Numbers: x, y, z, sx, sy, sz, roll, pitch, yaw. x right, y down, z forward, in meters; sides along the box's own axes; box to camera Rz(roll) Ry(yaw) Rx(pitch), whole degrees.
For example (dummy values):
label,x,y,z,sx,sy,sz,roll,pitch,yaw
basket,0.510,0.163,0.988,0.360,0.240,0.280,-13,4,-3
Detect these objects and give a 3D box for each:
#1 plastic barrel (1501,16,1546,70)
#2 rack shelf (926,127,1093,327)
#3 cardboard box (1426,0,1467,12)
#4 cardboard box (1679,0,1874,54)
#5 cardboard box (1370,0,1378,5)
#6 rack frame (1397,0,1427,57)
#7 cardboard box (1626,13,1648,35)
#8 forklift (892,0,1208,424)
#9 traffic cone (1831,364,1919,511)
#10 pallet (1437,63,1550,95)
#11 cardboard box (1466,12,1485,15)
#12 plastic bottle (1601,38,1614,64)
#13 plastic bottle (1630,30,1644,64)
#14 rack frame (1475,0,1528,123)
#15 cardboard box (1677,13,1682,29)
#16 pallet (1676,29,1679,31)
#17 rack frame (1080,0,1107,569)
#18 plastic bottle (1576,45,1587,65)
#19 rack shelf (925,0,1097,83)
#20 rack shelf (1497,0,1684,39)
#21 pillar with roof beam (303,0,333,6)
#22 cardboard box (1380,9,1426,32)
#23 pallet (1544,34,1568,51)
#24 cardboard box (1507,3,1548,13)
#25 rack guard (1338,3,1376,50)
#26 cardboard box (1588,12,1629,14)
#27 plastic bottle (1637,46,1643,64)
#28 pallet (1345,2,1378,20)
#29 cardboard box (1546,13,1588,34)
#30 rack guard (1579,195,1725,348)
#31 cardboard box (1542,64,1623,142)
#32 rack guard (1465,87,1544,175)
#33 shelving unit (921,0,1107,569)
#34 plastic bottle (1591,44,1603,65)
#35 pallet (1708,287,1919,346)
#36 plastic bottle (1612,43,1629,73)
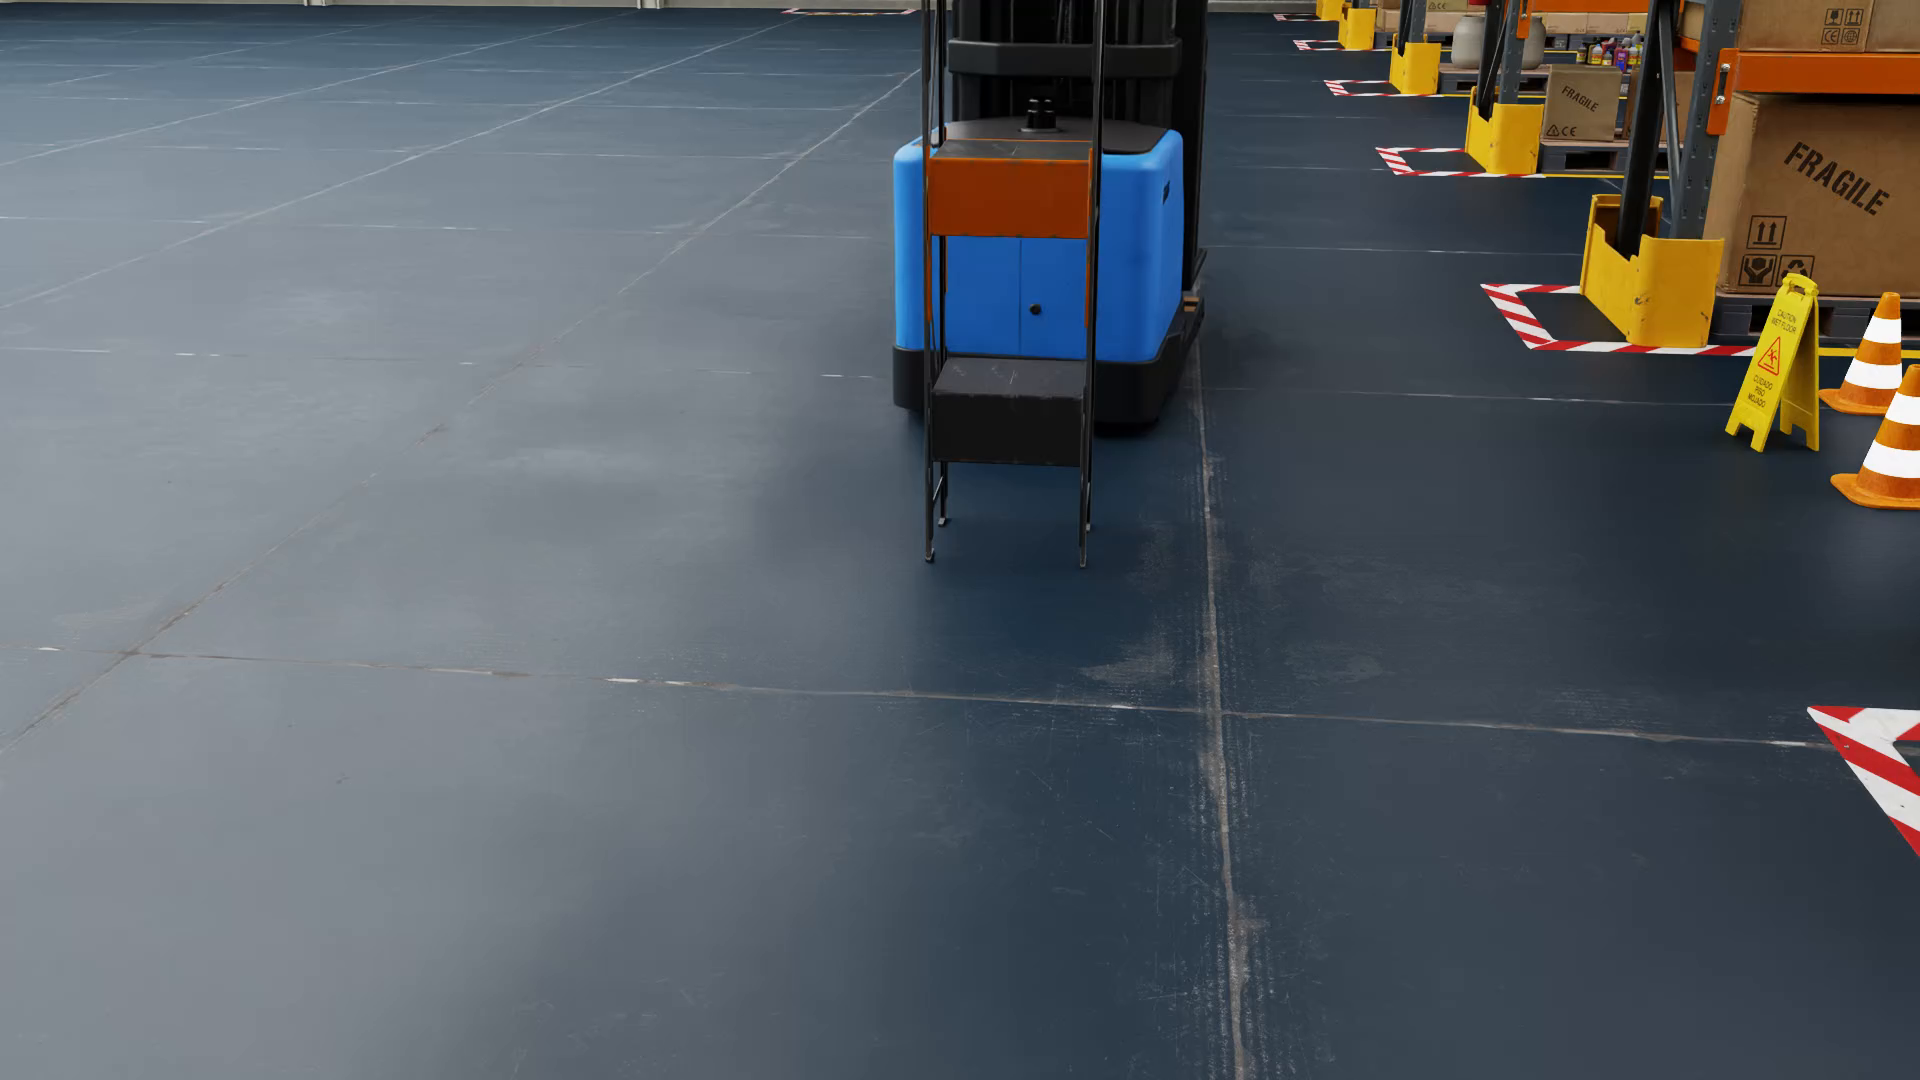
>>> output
label,x,y,z,sx,sy,sz,roll,pitch,yaw
plastic barrel,5.811,-5.128,17.142,0.421,0.512,0.421,0,22,0
rack shelf,0.164,-0.957,5.041,0.480,0.518,0.431,2,22,6
cardboard box,6.240,-7.060,21.366,0.500,0.500,0.500,2,22,6
cardboard box,3.758,-2.567,7.649,0.550,0.550,0.875,2,22,6
cardboard box,6.493,-8.620,26.222,0.500,0.311,0.500,0,22,0
rack frame,4.651,-6.111,16.818,0.127,3.000,1.000,2,22,6
cardboard box,8.723,-6.604,21.232,0.500,0.250,0.500,2,22,6
forklift,0.560,-2.317,7.315,1.130,2.935,3.031,5,22,12
traffic cone,3.273,-0.378,5.765,0.334,0.463,0.336,2,22,6
pallet,5.538,-4.791,17.272,1.213,0.211,1.003,2,22,6
cardboard box,6.737,-6.690,21.450,0.500,0.250,0.500,2,22,6
plastic bottle,6.773,-5.109,17.389,0.135,0.276,0.152,3,22,7
plastic bottle,7.076,-5.132,17.346,0.185,0.351,0.144,3,22,9
rack frame,4.068,-4.303,12.244,0.127,3.000,1.000,2,22,6
cardboard box,9.655,-6.751,21.605,0.500,0.250,0.500,2,22,6
pallet,9.946,-6.432,21.423,1.213,0.211,1.003,2,22,6
rack frame,0.407,-0.959,5.009,0.015,2.100,0.400,2,22,6
plastic bottle,6.526,-5.095,17.456,0.097,0.201,0.097,0,22,0
rack shelf,0.164,-1.608,4.783,0.480,0.518,0.431,2,22,6
rack shelf,6.054,-3.882,12.158,4.000,0.370,1.077,2,22,6
pillar with roof beam,-11.768,-12.011,23.581,0.400,9.000,9.100,2,22,6
cardboard box,5.744,-6.732,21.557,0.500,0.250,0.500,2,22,6
pallet,7.210,-6.552,21.724,1.213,0.211,1.003,2,22,6
cardboard box,7.233,-7.015,21.252,0.500,0.500,0.500,2,22,6
rack guard,5.214,-6.758,21.855,0.348,0.500,1.175,2,22,6
cardboard box,8.228,-6.978,21.159,0.500,0.500,0.500,2,22,6
plastic bottle,6.854,-4.836,16.704,0.097,0.271,0.097,0,22,0
pallet,6.695,-8.380,26.350,1.213,0.211,1.003,2,22,6
cardboard box,7.730,-6.645,21.337,0.500,0.250,0.500,2,22,6
rack guard,3.360,-1.335,8.137,0.348,0.500,1.175,2,22,6
cardboard box,4.686,-3.303,12.543,0.500,0.500,0.500,7,23,16
rack guard,4.143,-3.137,12.696,0.348,0.500,1.175,2,22,6
shelving unit,0.164,-0.969,5.036,0.503,2.100,0.431,2,22,6
plastic bottle,6.415,-4.855,16.753,0.097,0.271,0.097,0,22,0
pallet,4.187,-1.194,8.172,1.213,0.211,1.003,2,22,6
plastic bottle,6.637,-4.844,16.709,0.133,0.283,0.061,3,22,7
